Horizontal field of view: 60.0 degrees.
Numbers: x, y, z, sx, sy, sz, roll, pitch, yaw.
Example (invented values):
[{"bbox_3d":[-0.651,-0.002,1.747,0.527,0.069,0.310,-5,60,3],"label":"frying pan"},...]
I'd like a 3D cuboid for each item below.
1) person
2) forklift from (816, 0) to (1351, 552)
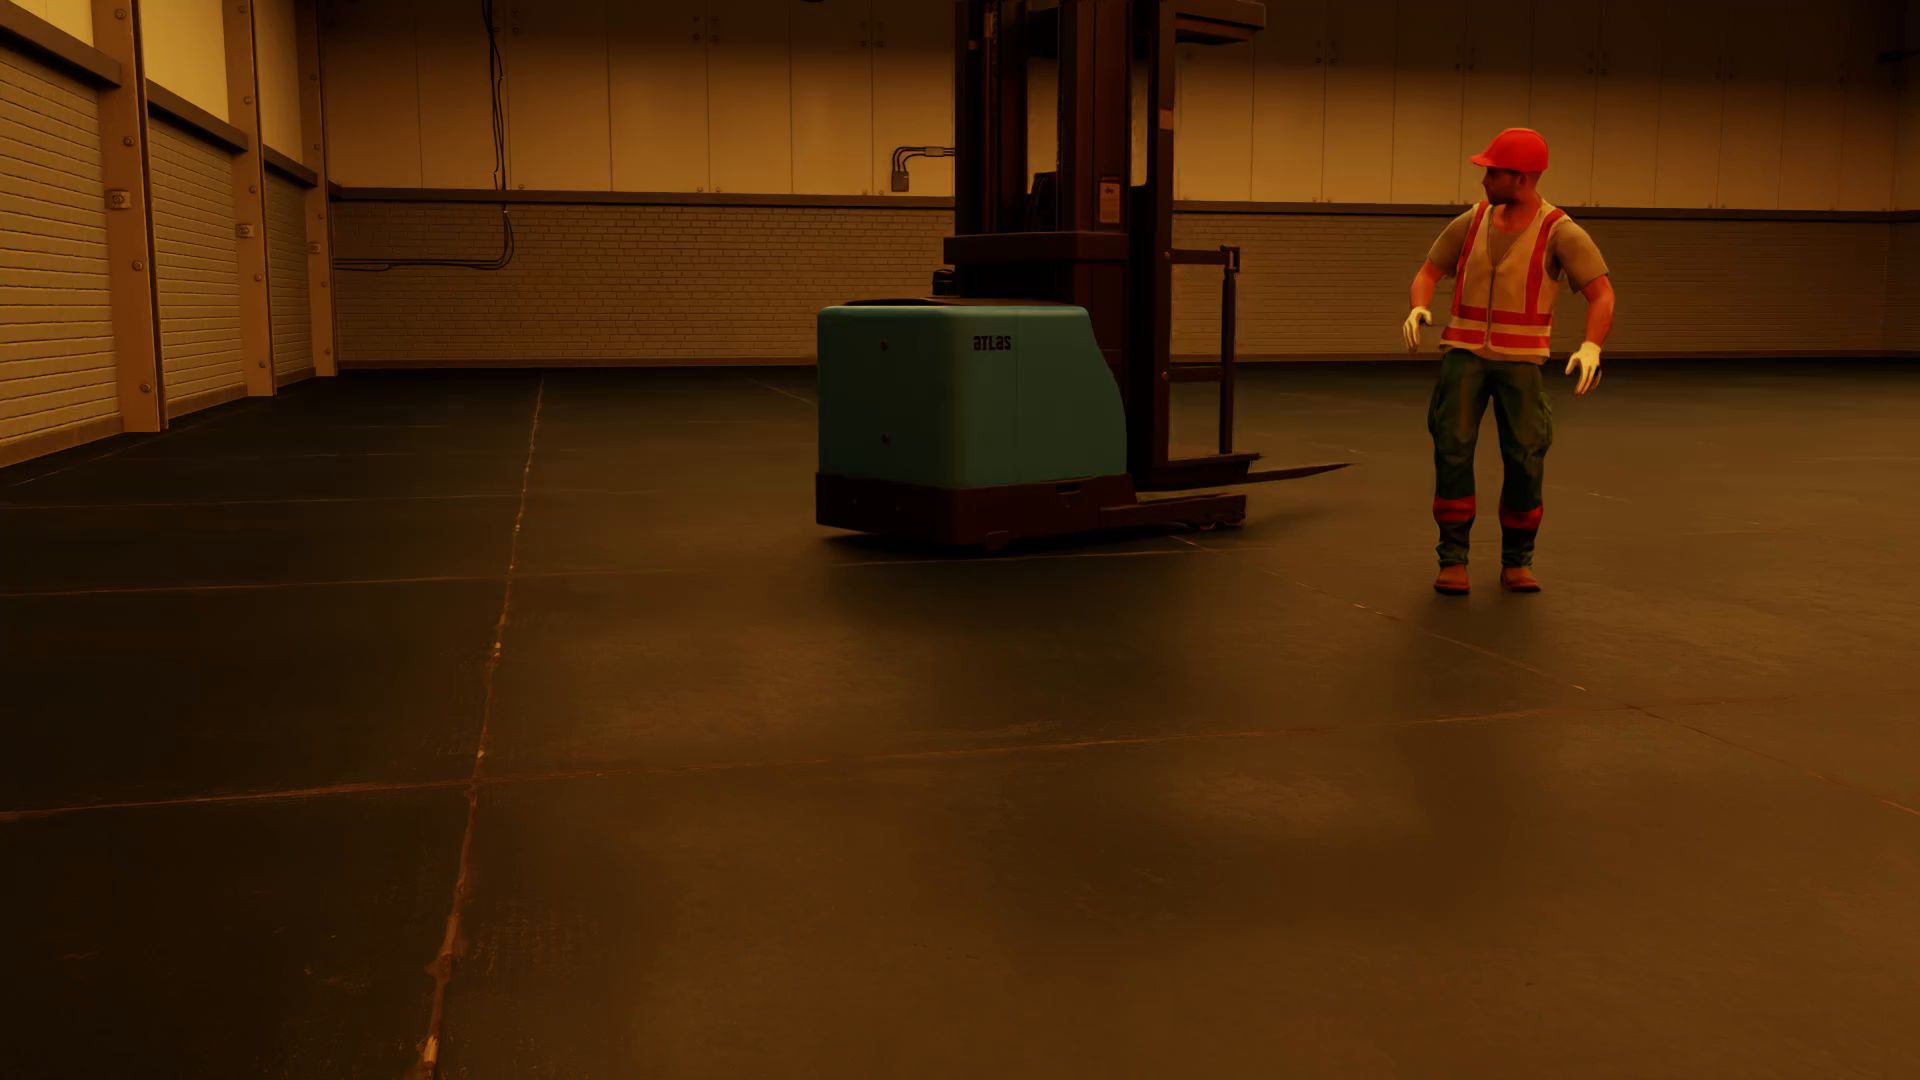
[{"bbox_3d":[2.061,-0.668,6.296,0.755,1.732,0.518,4,9,27],"label":"person"},{"bbox_3d":[0.774,-1.544,8.167,3.031,2.935,1.130,-7,10,-40],"label":"forklift"}]
